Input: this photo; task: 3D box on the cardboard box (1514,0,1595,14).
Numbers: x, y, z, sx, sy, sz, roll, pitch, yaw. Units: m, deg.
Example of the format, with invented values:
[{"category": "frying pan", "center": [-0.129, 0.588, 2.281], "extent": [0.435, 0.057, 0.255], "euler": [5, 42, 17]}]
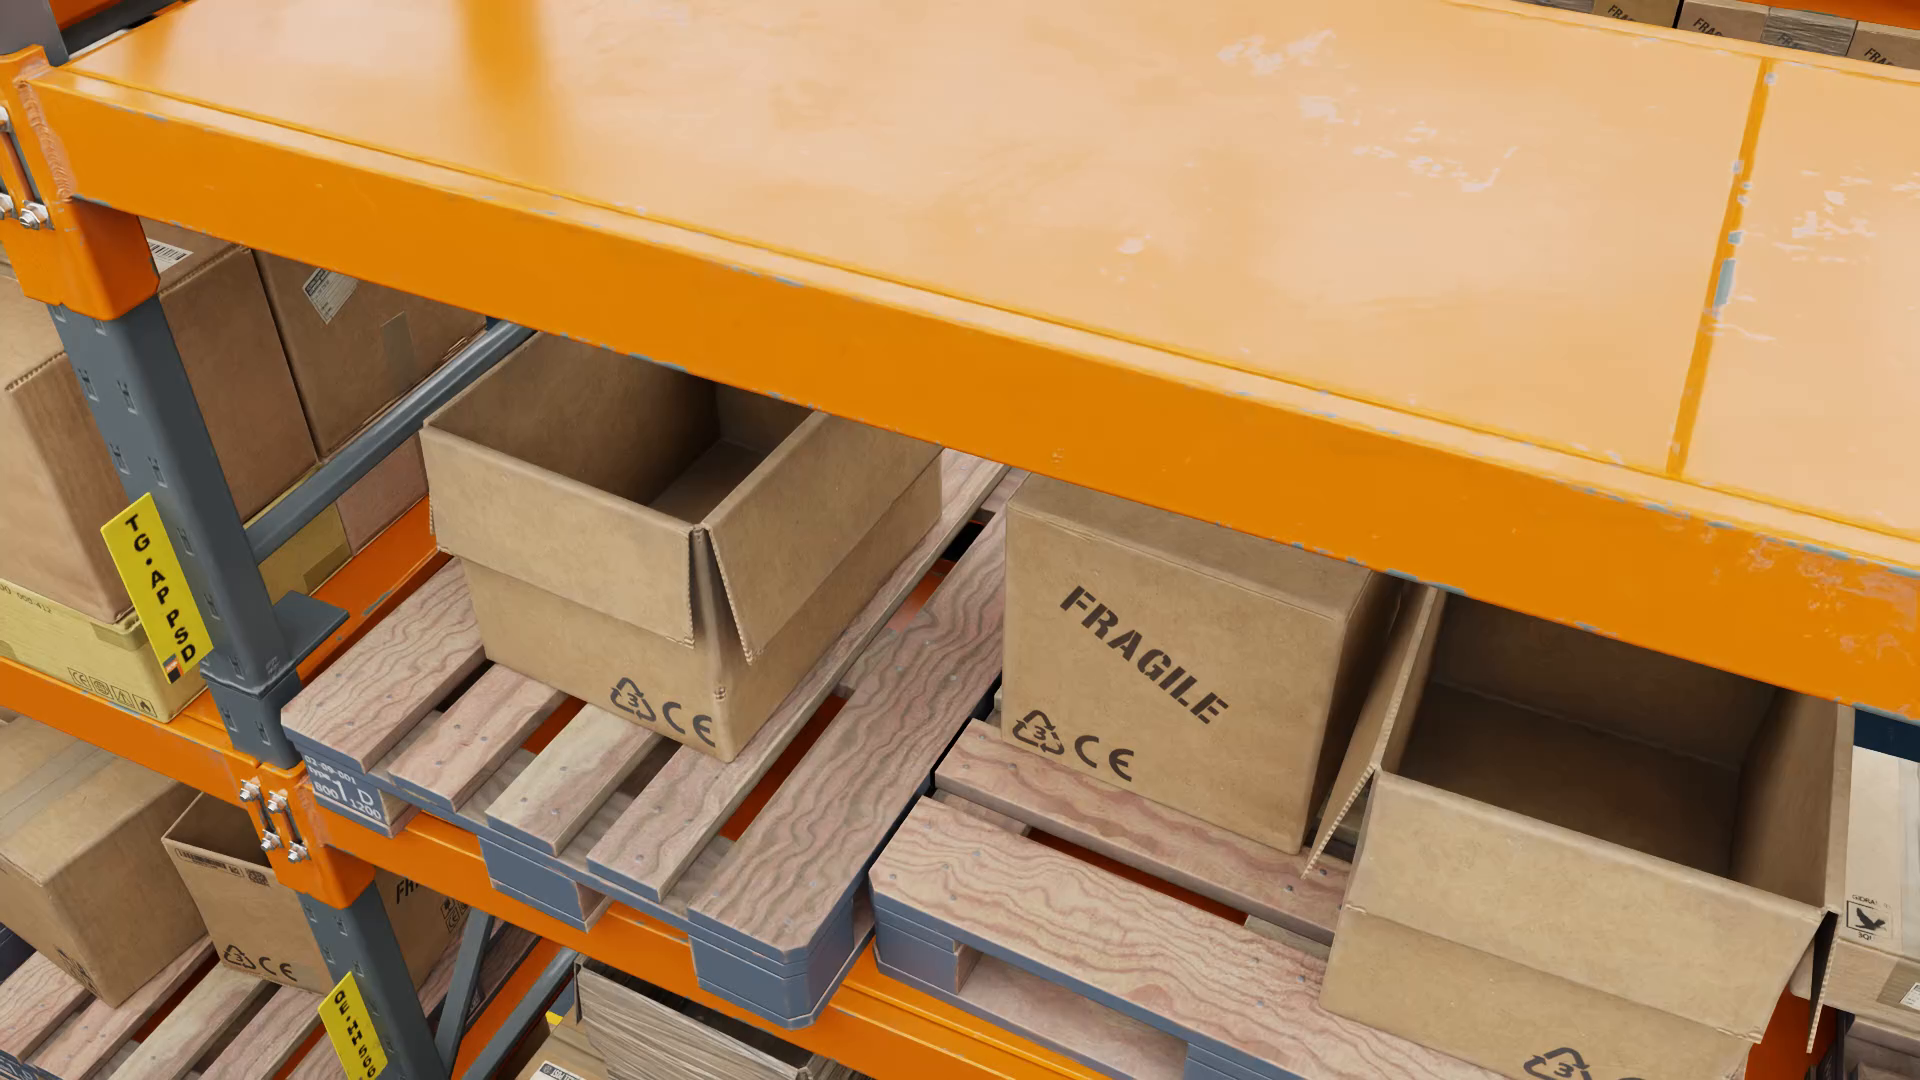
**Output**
[{"category": "cardboard box", "center": [3.958, -3.578, 11.045], "extent": [0.500, 0.500, 0.500], "euler": [15, 43, 17]}]

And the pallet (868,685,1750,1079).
[{"category": "pallet", "center": [0.618, 0.478, 2.647], "extent": [1.213, 0.211, 1.003], "euler": [19, 44, 21]}]

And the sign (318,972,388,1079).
[{"category": "sign", "center": [-1.223, 1.002, 3.364], "extent": [0.005, 0.325, 0.100], "euler": [17, 44, 19]}]

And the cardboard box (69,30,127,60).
[{"category": "cardboard box", "center": [-1.778, -0.701, 3.404], "extent": [0.500, 0.500, 0.500], "euler": [17, 44, 19]}]

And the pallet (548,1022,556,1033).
[{"category": "pallet", "center": [-1.710, 1.921, 5.256], "extent": [1.213, 0.211, 1.003], "euler": [17, 44, 19]}]

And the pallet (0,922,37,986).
[{"category": "pallet", "center": [-2.814, 0.633, 4.759], "extent": [1.213, 0.211, 1.003], "euler": [17, 44, 19]}]

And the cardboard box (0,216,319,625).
[{"category": "cardboard box", "center": [-1.541, -0.259, 2.894], "extent": [0.500, 0.500, 0.500], "euler": [18, 44, 20]}]

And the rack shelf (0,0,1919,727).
[{"category": "rack shelf", "center": [0.810, -0.205, 1.855], "extent": [4.000, 0.370, 1.077], "euler": [17, 44, 19]}]

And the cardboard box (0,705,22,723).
[{"category": "cardboard box", "center": [-2.424, 0.382, 4.697], "extent": [0.500, 0.250, 0.500], "euler": [16, 43, 17]}]

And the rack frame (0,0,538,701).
[{"category": "rack frame", "center": [-1.002, -1.182, 2.127], "extent": [0.127, 3.000, 1.000], "euler": [17, 44, 19]}]

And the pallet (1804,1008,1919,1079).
[{"category": "pallet", "center": [1.771, 0.907, 2.153], "extent": [1.217, 0.209, 0.805], "euler": [15, 43, 17]}]

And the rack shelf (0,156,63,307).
[{"category": "rack shelf", "center": [-2.815, -1.313, 3.133], "extent": [4.000, 0.370, 1.077], "euler": [17, 44, 19]}]

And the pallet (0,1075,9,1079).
[{"category": "pallet", "center": [-2.812, 1.583, 5.647], "extent": [1.213, 0.211, 1.003], "euler": [17, 44, 19]}]

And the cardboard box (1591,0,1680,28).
[{"category": "cardboard box", "center": [4.410, -3.436, 10.881], "extent": [0.500, 0.500, 0.500], "euler": [16, 44, 18]}]

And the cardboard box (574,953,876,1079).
[{"category": "cardboard box", "center": [-0.347, 0.880, 3.486], "extent": [0.637, 0.503, 0.797], "euler": [18, 44, 20]}]

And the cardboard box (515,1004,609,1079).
[{"category": "cardboard box", "center": [-0.677, 1.343, 3.718], "extent": [0.500, 0.500, 0.500], "euler": [18, 44, 20]}]

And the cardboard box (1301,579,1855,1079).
[{"category": "cardboard box", "center": [0.858, 0.307, 2.300], "extent": [0.637, 0.503, 0.797], "euler": [16, 44, 18]}]

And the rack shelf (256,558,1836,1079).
[{"category": "rack shelf", "center": [0.810, 0.777, 2.706], "extent": [4.000, 0.370, 1.077], "euler": [17, 44, 19]}]

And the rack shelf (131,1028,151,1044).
[{"category": "rack shelf", "center": [-2.815, 0.803, 4.967], "extent": [4.000, 0.370, 1.077], "euler": [17, 44, 19]}]

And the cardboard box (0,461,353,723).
[{"category": "cardboard box", "center": [-1.537, 0.022, 3.143], "extent": [0.500, 0.250, 0.500], "euler": [17, 44, 19]}]

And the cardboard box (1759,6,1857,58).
[{"category": "cardboard box", "center": [5.347, -3.155, 10.557], "extent": [0.500, 0.500, 0.500], "euler": [18, 44, 19]}]
